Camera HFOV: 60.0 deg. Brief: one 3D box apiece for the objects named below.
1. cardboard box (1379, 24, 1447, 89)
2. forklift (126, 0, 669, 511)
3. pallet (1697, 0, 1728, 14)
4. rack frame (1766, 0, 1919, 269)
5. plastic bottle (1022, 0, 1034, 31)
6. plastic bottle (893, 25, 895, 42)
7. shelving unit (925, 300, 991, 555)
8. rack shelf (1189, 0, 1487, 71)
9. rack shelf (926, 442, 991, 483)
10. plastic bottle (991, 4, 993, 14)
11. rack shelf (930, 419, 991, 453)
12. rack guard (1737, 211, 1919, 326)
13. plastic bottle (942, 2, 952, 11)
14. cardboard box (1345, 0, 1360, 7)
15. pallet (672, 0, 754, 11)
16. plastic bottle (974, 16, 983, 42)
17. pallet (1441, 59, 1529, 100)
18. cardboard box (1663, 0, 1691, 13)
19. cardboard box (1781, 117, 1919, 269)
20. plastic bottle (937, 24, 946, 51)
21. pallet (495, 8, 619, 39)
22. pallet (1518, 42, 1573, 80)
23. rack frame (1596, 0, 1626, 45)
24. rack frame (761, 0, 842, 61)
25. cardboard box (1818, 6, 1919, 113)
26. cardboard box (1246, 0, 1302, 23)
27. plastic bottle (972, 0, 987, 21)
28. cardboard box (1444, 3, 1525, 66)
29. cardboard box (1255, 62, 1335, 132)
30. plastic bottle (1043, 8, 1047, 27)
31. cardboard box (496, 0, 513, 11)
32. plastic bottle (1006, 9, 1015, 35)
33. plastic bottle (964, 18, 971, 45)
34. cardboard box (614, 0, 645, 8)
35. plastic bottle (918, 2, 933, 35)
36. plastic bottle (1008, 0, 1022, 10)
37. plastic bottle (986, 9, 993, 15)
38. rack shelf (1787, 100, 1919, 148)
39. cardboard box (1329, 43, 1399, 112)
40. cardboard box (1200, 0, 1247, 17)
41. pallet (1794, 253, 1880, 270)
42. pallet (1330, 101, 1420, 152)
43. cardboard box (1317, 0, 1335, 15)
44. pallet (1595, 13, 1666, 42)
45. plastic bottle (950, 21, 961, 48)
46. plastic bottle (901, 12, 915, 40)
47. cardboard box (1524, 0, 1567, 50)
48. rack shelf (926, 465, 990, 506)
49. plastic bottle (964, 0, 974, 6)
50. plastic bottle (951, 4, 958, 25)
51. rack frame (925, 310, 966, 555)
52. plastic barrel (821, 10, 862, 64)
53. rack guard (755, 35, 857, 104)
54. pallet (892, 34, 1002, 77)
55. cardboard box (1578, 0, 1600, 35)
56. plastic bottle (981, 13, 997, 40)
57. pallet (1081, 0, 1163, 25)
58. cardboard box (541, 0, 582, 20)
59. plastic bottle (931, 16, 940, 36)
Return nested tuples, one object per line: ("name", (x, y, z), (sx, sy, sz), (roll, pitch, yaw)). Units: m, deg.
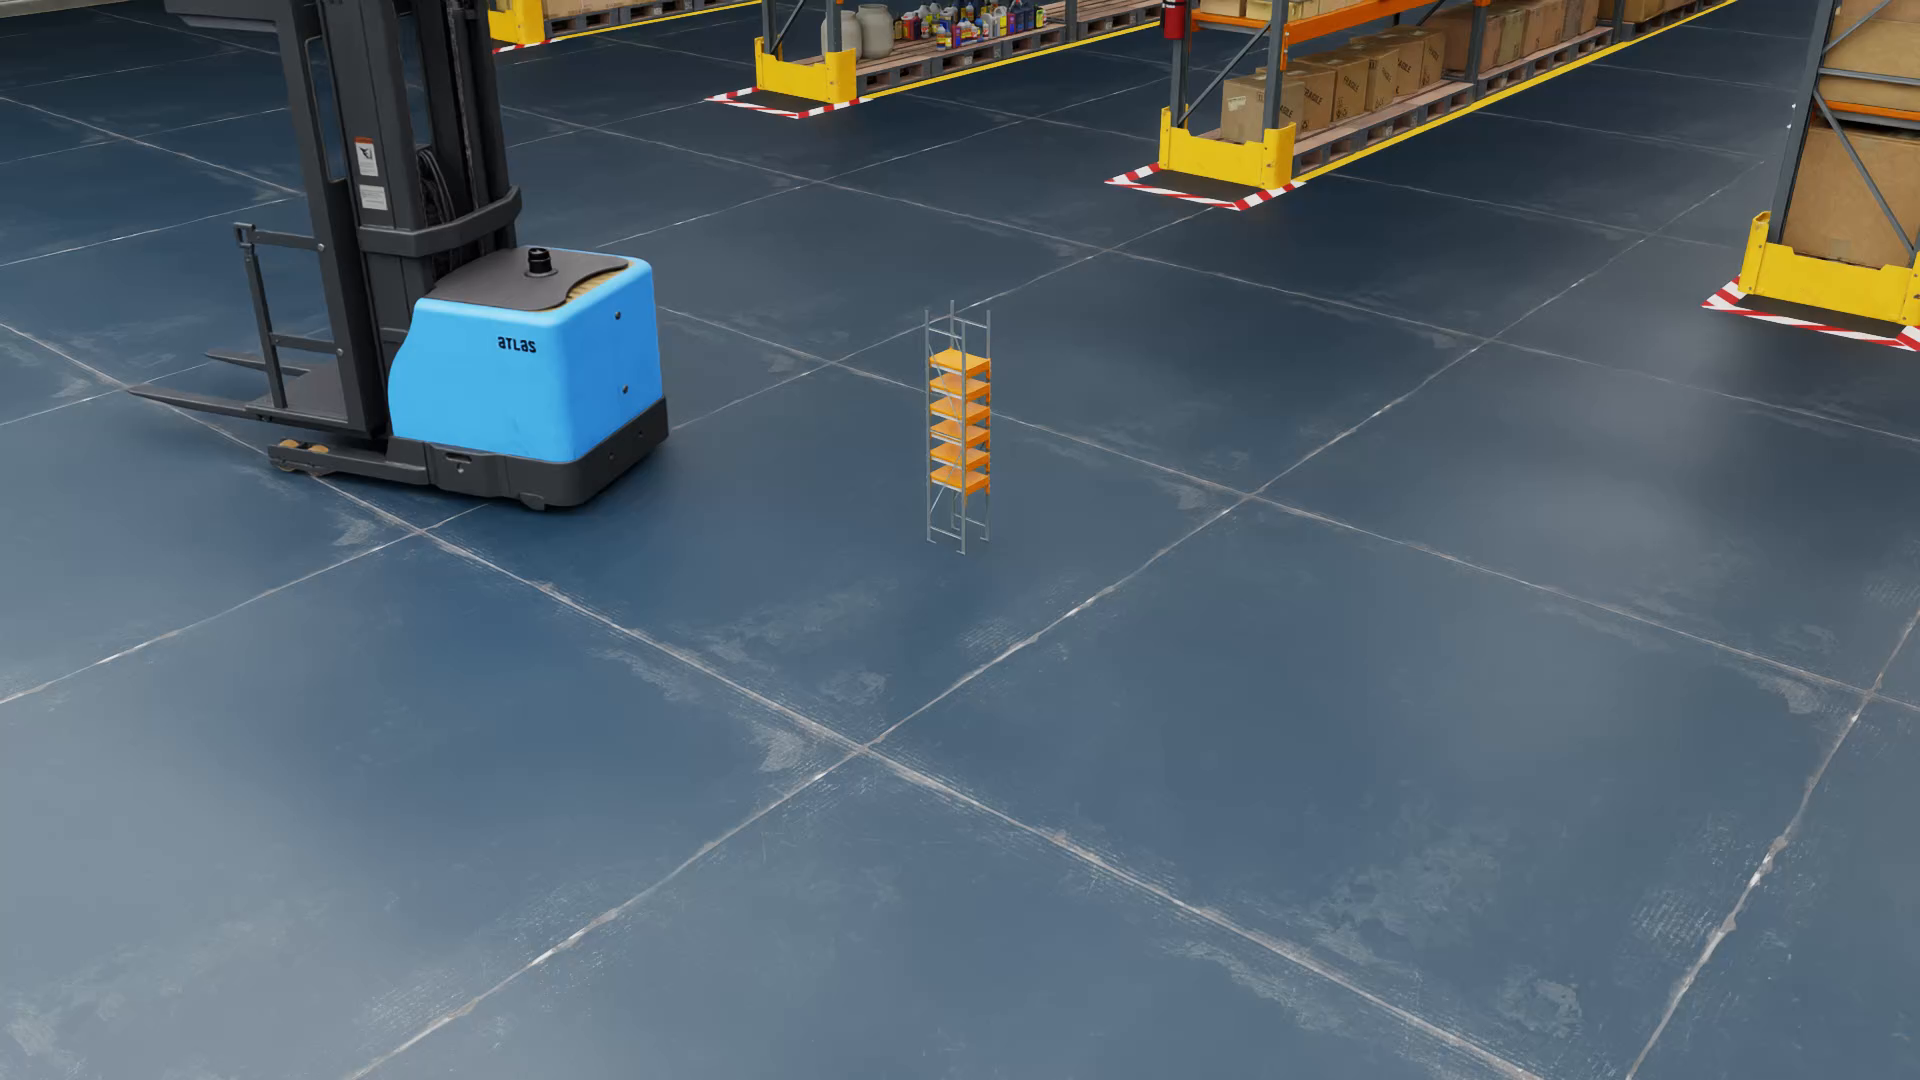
("cardboard box", (4.483, -4.821, 16.567), (0.500, 0.500, 0.500), (20, 33, 33))
("forklift", (-3.184, -1.857, 8.649), (3.031, 2.935, 1.130), (9, 29, 18))
("pallet", (9.424, -7.177, 21.893), (1.003, 0.211, 1.213), (21, 34, 34))
("rack frame", (5.987, -2.971, 10.728), (1.000, 3.000, 0.127), (21, 34, 34))
("plastic bottle", (0.759, -6.028, 19.042), (0.144, 0.351, 0.185), (20, 33, 33))
("plastic bottle", (-0.768, -5.636, 18.446), (0.097, 0.201, 0.097), (0, 27, 0))
("shelving unit", (-0.009, -0.528, 7.964), (0.258, 1.200, 0.189), (21, 34, 34))
("rack shelf", (3.496, -4.846, 15.135), (1.077, 0.370, 4.000), (21, 34, 34))
("rack shelf", (-0.009, -0.382, 8.040), (0.258, 0.103, 0.180), (21, 34, 34))
("plastic bottle", (0.341, -6.254, 19.640), (0.097, 0.201, 0.097), (0, 27, 0))
("rack shelf", (-0.009, -0.488, 7.985), (0.258, 0.103, 0.180), (21, 34, 34))
("rack guard", (5.971, -1.852, 11.286), (1.175, 0.500, 0.348), (21, 34, 34))
("plastic bottle", (-0.145, -6.033, 19.124), (0.061, 0.283, 0.133), (23, 35, 37))
("cardboard box", (3.241, -4.725, 14.391), (0.380, 0.149, 0.250), (21, 34, 34))
("pallet", (-3.412, -7.263, 22.059), (1.003, 0.211, 1.213), (21, 34, 34))
("plastic bottle", (0.206, -5.668, 18.432), (0.097, 0.271, 0.097), (0, 27, 0))
("pallet", (5.262, -4.912, 17.516), (1.003, 0.211, 1.213), (21, 34, 34))
("cardboard box", (8.340, -7.088, 20.542), (1.225, 0.875, 0.875), (21, 34, 35))
("cardboard box", (6.367, -2.473, 11.622), (0.875, 0.875, 0.875), (21, 34, 35))
("plastic bottle", (-0.204, -5.439, 17.990), (0.097, 0.271, 0.097), (0, 27, 0))
("pallet", (-4.964, -6.398, 20.387), (1.003, 0.211, 1.213), (21, 34, 34))
("pallet", (6.038, -5.347, 18.356), (1.003, 0.211, 1.213), (21, 34, 34))
("rack frame", (7.312, -7.293, 19.082), (1.000, 3.000, 0.127), (21, 34, 34))
("rack frame", (-1.598, -5.904, 16.398), (1.000, 3.000, 0.127), (21, 34, 34))
("cardboard box", (6.188, -3.182, 10.973), (0.875, 0.550, 0.550), (21, 34, 34))
("cardboard box", (2.589, -4.376, 13.718), (0.380, 0.149, 0.250), (21, 34, 34))
("plastic bottle", (0.224, -6.134, 19.246), (0.144, 0.351, 0.185), (21, 34, 34))
("cardboard box", (5.493, -5.335, 17.539), (0.700, 0.500, 0.500), (21, 34, 34))
("cardboard box", (2.988, -3.971, 14.925), (0.500, 0.500, 0.500), (-18, 32, -31))
("plastic bottle", (0.956, -6.055, 19.256), (0.097, 0.201, 0.097), (0, 27, 0))
("cardboard box", (-5.305, -6.594, 20.268), (0.500, 0.250, 0.500), (21, 34, 34))
("plastic bottle", (0.565, -5.860, 18.791), (0.061, 0.283, 0.133), (23, 35, 38))
("plastic bottle", (0.077, -5.596, 18.293), (0.097, 0.271, 0.097), (0, 27, 0))
("cardboard box", (-4.272, -6.799, 20.663), (0.500, 0.250, 0.500), (21, 34, 34))
("plastic bottle", (-0.396, -5.892, 18.780), (0.144, 0.351, 0.185), (22, 35, 36))
("plastic bottle", (0.648, -6.070, 19.124), (0.144, 0.351, 0.185), (21, 34, 34))
("plastic bottle", (0.336, -5.837, 18.745), (0.061, 0.283, 0.133), (21, 34, 34))
("rack shelf", (7.259, -3.360, 12.264), (1.077, 0.370, 4.000), (21, 34, 34))
("cardboard box", (3.790, -4.372, 15.700), (0.500, 0.500, 0.500), (17, 32, 30))
("cardboard box", (2.246, -4.506, 13.969), (0.380, 0.149, 0.250), (21, 34, 34))
("pallet", (6.435, -2.039, 11.961), (1.003, 0.211, 1.213), (21, 34, 34))
("pallet", (3.592, -3.953, 15.661), (1.003, 0.211, 1.213), (21, 34, 34))
("cardboard box", (2.933, -4.543, 14.041), (0.380, 0.149, 0.250), (21, 34, 34))
("pallet", (7.872, -6.312, 20.221), (1.003, 0.211, 1.213), (21, 34, 34))
("plastic bottle", (-0.046, -5.519, 18.132), (0.061, 0.283, 0.133), (21, 34, 35))
("plastic bottle", (-0.587, -5.750, 18.586), (0.152, 0.276, 0.135), (21, 34, 35))
("cardboard box", (6.203, -5.731, 18.305), (0.700, 0.500, 0.500), (24, 36, 38))
("rack shelf", (-0.009, -0.275, 8.095), (0.258, 0.103, 0.180), (21, 34, 34))
("plastic bottle", (0.113, -6.176, 19.328), (0.144, 0.351, 0.185), (22, 34, 36))
("plastic bottle", (-0.072, -6.011, 19.095), (0.097, 0.271, 0.097), (0, 27, 0))
("rack frame", (-0.067, -0.495, 7.902), (0.240, 1.200, 0.006), (21, 34, 34))
("plastic barrel", (-1.238, -5.241, 17.367), (0.421, 0.512, 0.421), (0, 27, 0))
("rack guard", (-1.586, -4.834, 17.051), (1.175, 0.500, 0.348), (21, 34, 34))
("pallet", (-0.289, -5.423, 18.503), (1.003, 0.211, 1.213), (21, 34, 34))
("cardboard box", (6.902, -6.134, 19.085), (0.700, 0.500, 0.500), (19, 33, 32))
("plastic bottle", (0.325, -5.756, 18.597), (0.152, 0.276, 0.135), (21, 34, 35))
("pallet", (2.191, -6.808, 21.180), (1.003, 0.211, 1.213), (21, 34, 34))
("cardboard box", (-4.905, -6.443, 19.976), (0.500, 0.250, 0.500), (21, 34, 34))
("plastic bottle", (-0.275, -5.806, 18.776), (0.097, 0.201, 0.097), (0, 27, 0))
